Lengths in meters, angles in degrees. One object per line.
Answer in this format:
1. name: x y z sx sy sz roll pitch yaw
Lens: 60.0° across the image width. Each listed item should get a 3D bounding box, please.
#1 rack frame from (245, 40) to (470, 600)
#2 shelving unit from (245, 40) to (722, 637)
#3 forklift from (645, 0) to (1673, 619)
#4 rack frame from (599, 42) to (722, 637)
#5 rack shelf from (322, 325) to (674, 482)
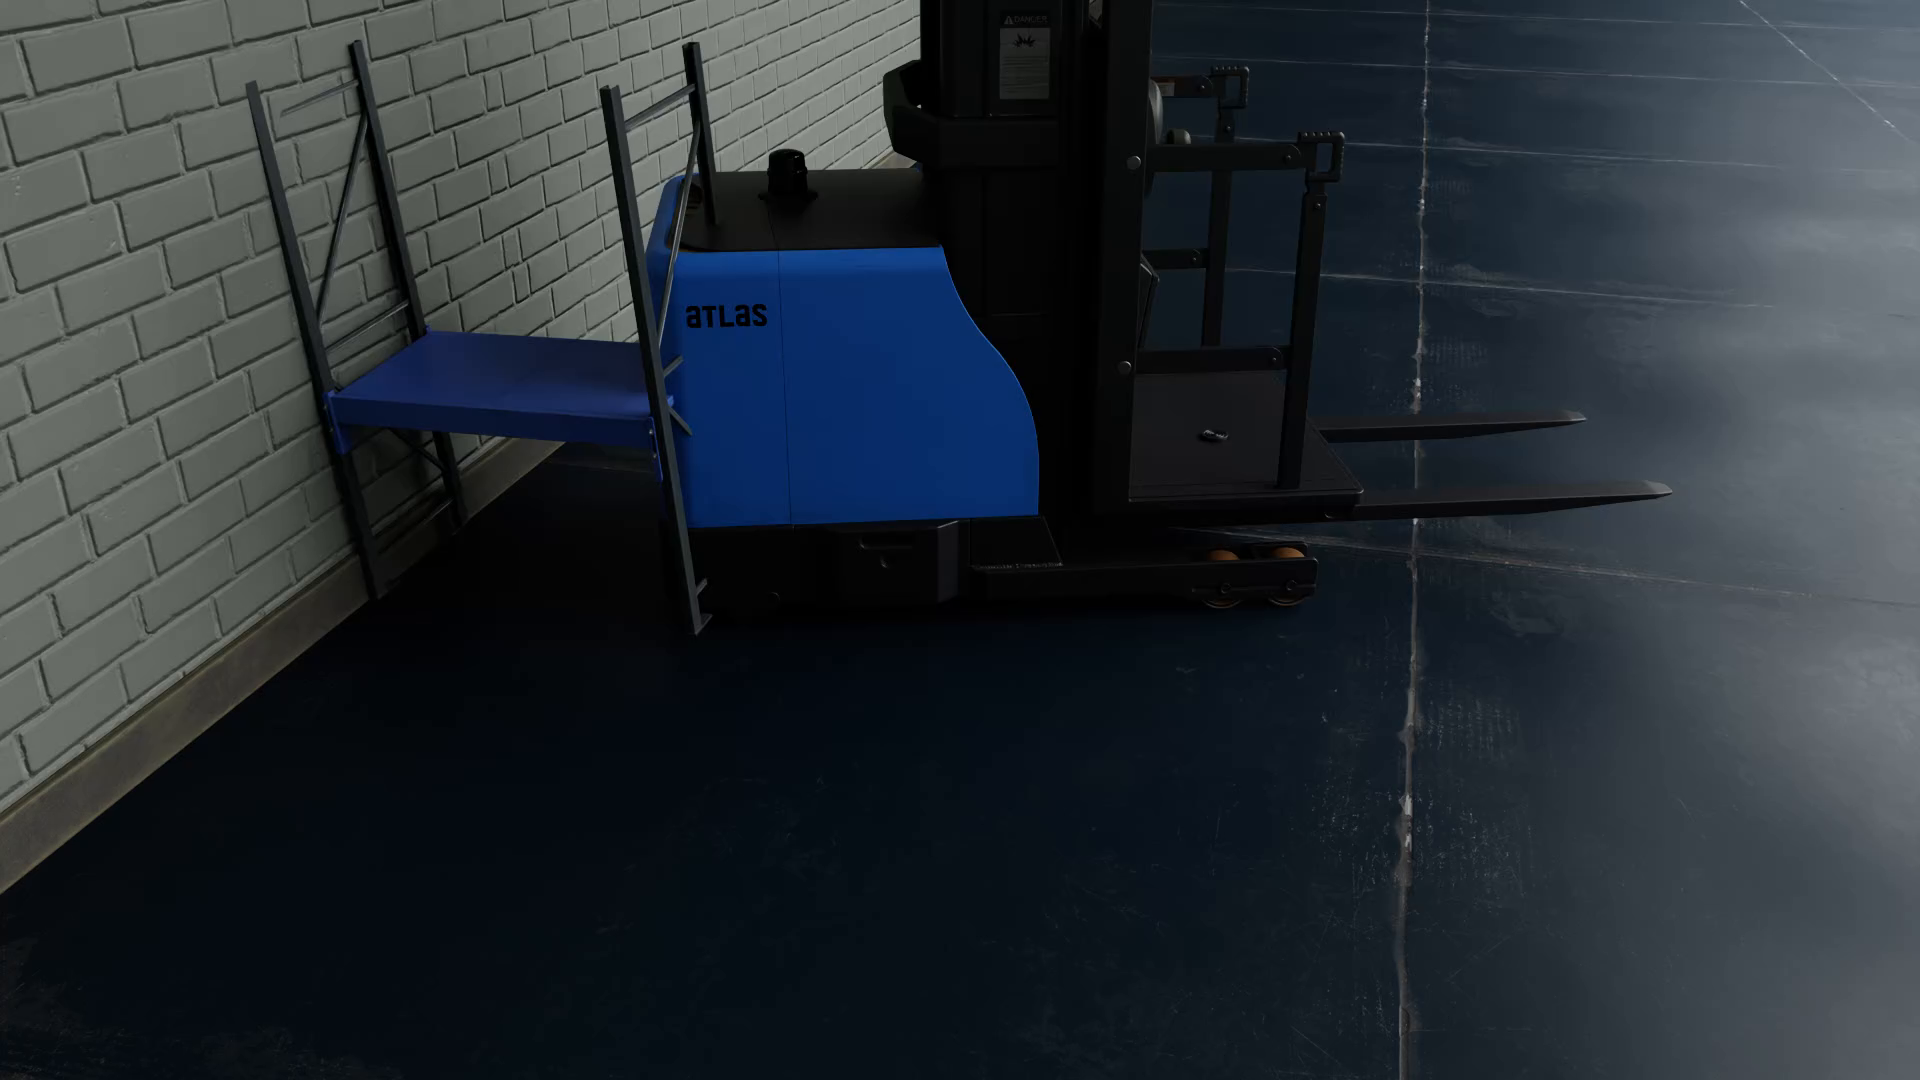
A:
1. rack frame: -1.688 -0.600 4.725 0.032 1.500 0.500 5 30 16
2. shelving unit: -1.201 -0.555 4.584 1.048 1.500 0.538 5 30 16
3. forklift: 0.623 -1.348 4.673 3.031 2.935 1.130 -2 26 -5
4. rack frame: -0.715 -0.510 4.443 0.032 1.500 0.500 5 30 16
5. rack shelf: -1.191 -0.397 4.670 1.000 0.185 0.538 5 30 16
